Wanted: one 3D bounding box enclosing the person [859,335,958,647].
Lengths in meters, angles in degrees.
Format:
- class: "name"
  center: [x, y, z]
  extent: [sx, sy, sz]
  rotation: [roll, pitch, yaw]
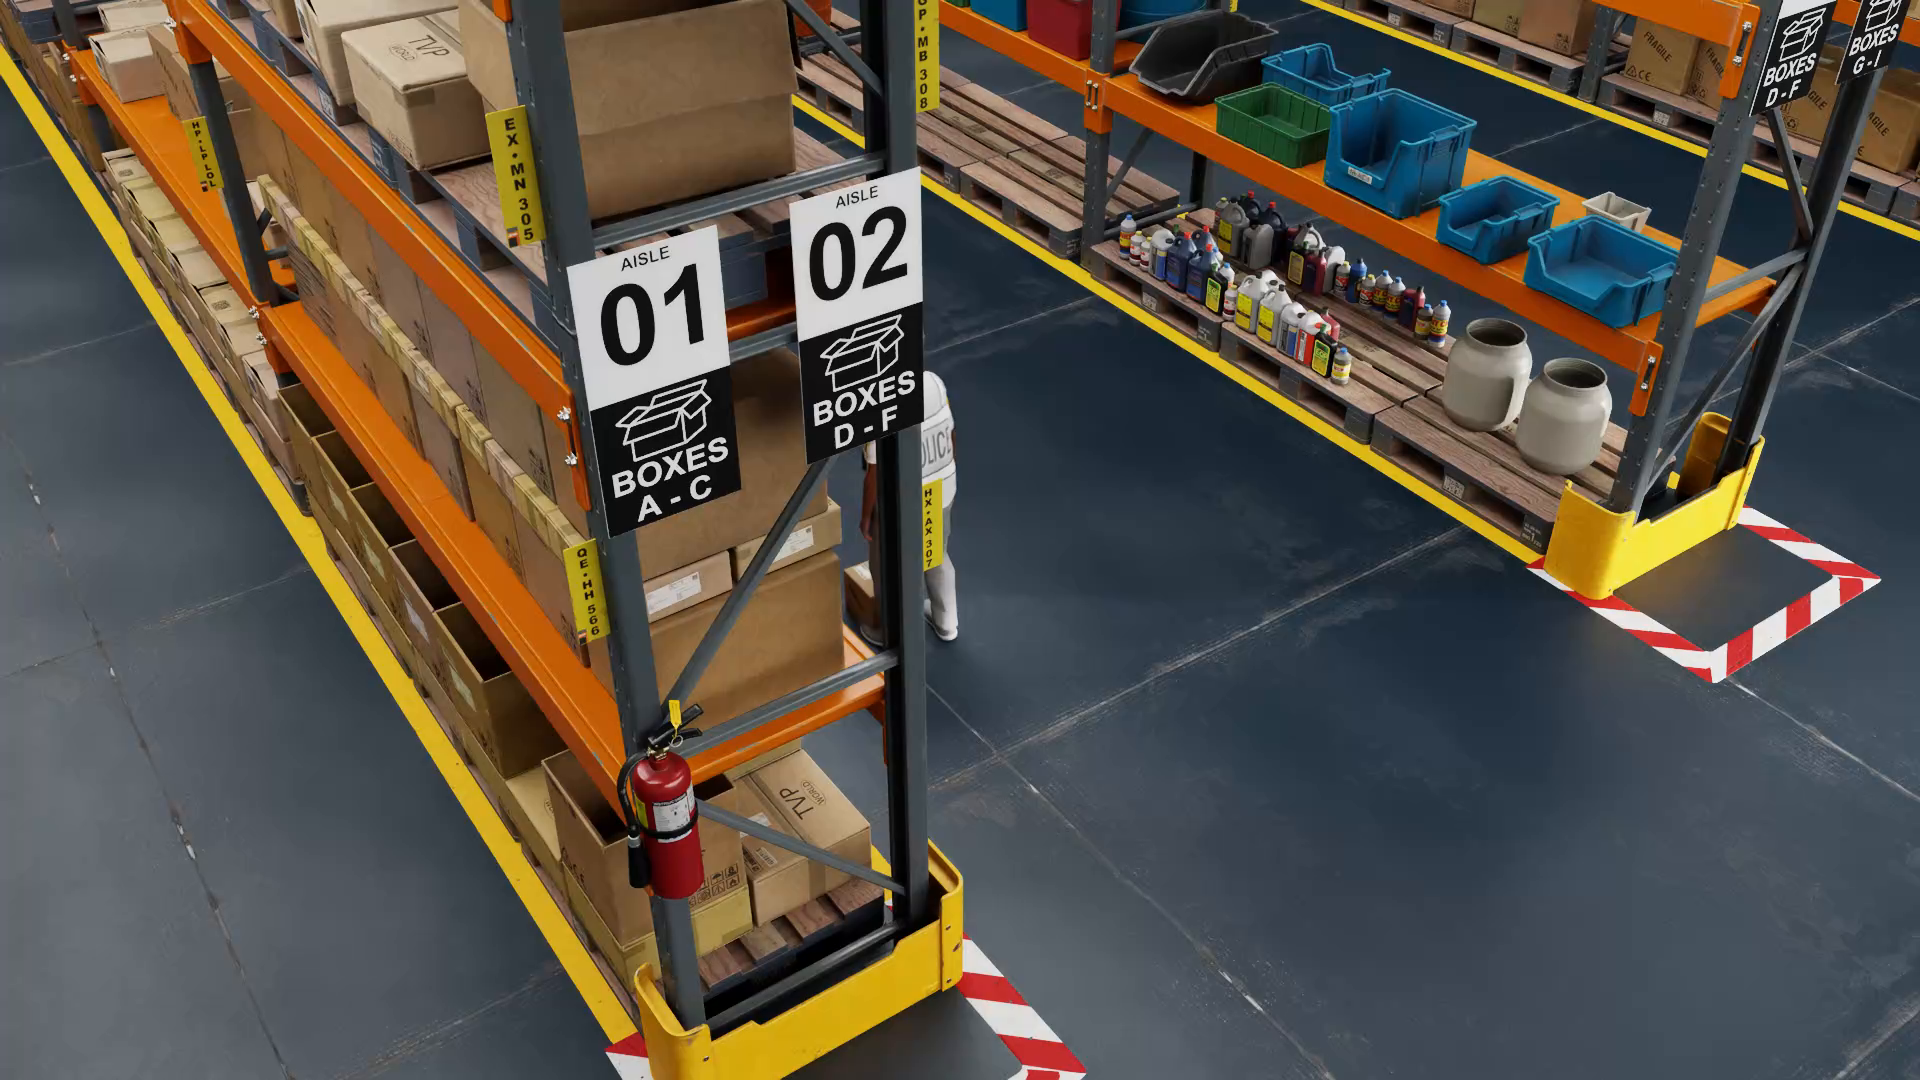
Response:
- class: "person"
  center: [-0.230, -0.201, 7.273]
  extent: [0.507, 1.657, 0.424]
  rotation: [-25, 43, -30]
